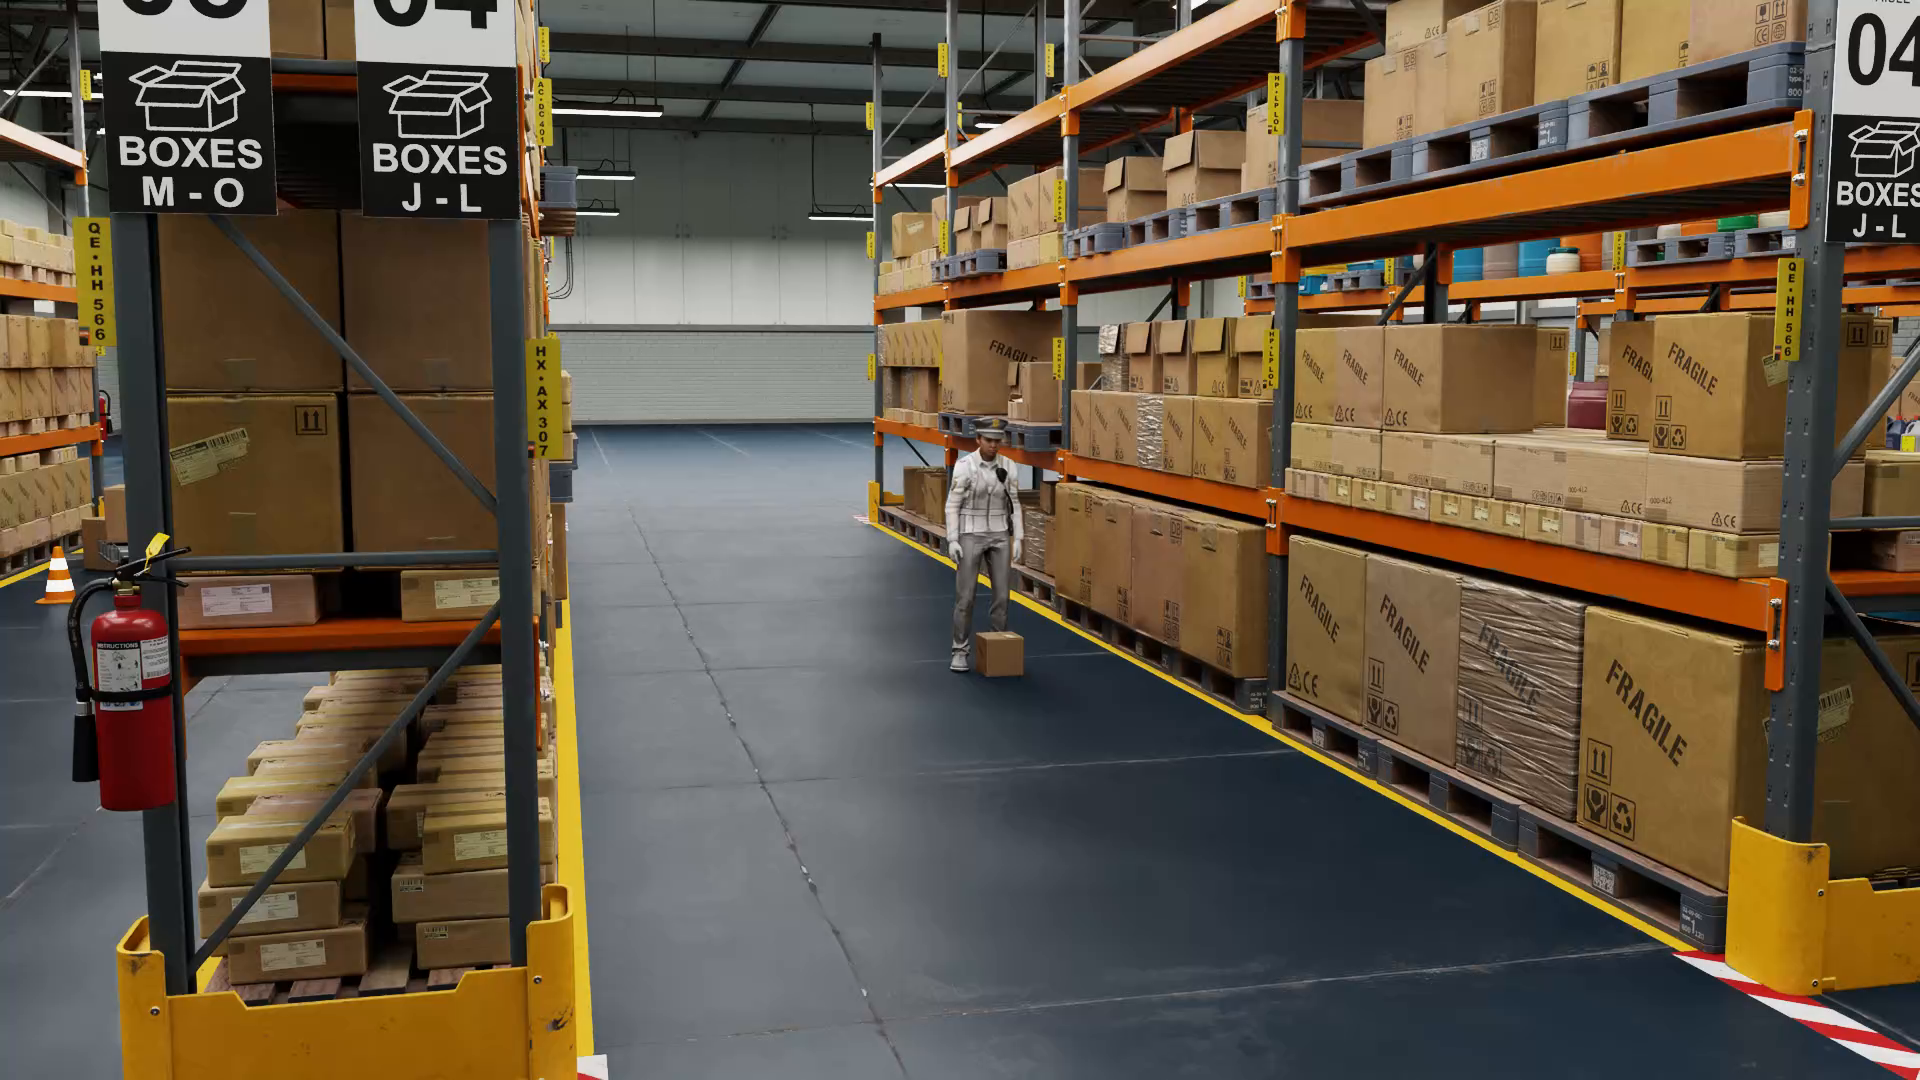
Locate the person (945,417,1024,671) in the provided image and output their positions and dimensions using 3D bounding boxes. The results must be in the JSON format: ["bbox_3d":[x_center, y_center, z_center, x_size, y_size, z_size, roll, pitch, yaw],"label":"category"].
[{"bbox_3d":[0.166,0.018,10.995,0.528,1.664,0.372,-2,6,-15],"label":"person"}]
